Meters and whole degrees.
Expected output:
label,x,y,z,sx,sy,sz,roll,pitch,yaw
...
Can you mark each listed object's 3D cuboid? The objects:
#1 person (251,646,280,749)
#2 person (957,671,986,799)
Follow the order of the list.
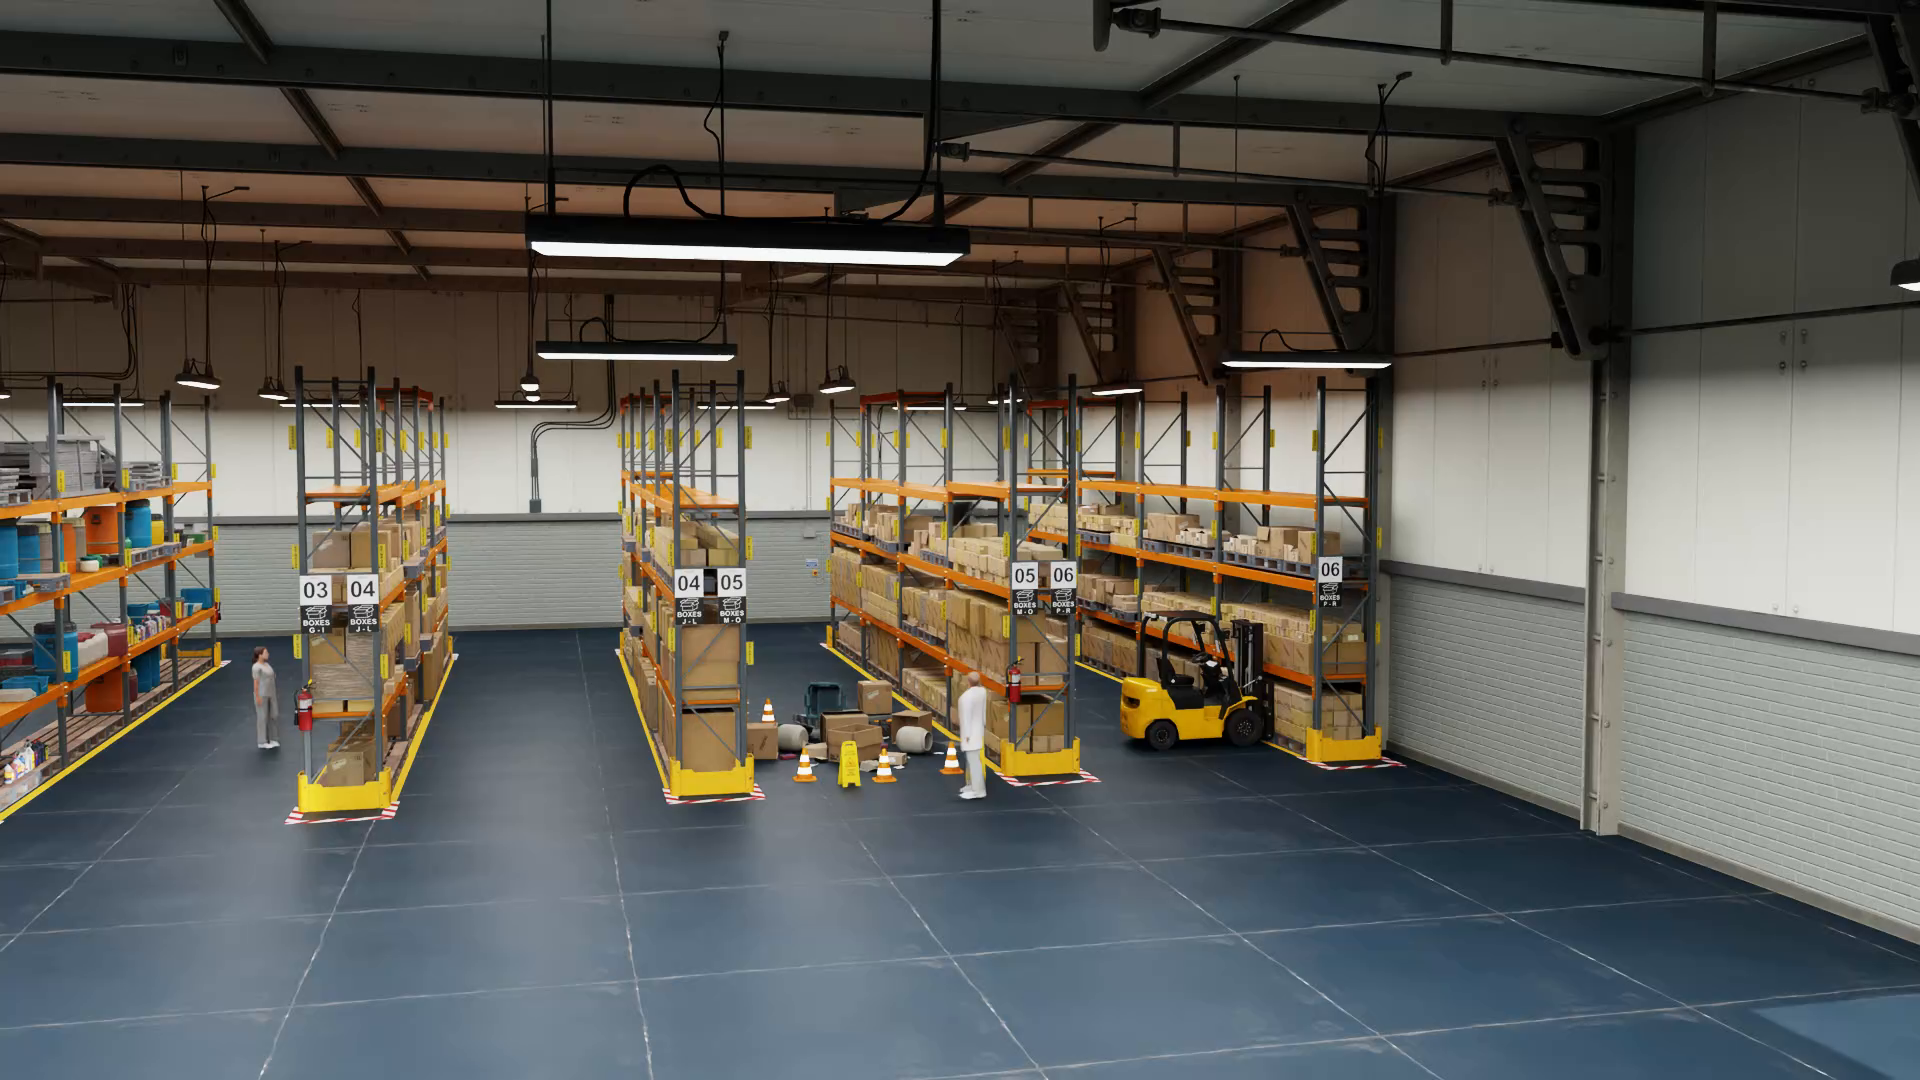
label,x,y,z,sx,sy,sz,roll,pitch,yaw
person,-11.322,2.570,27.153,0.394,1.702,0.527,2,4,24
person,0.166,2.714,23.349,0.469,1.795,0.750,1,4,14
